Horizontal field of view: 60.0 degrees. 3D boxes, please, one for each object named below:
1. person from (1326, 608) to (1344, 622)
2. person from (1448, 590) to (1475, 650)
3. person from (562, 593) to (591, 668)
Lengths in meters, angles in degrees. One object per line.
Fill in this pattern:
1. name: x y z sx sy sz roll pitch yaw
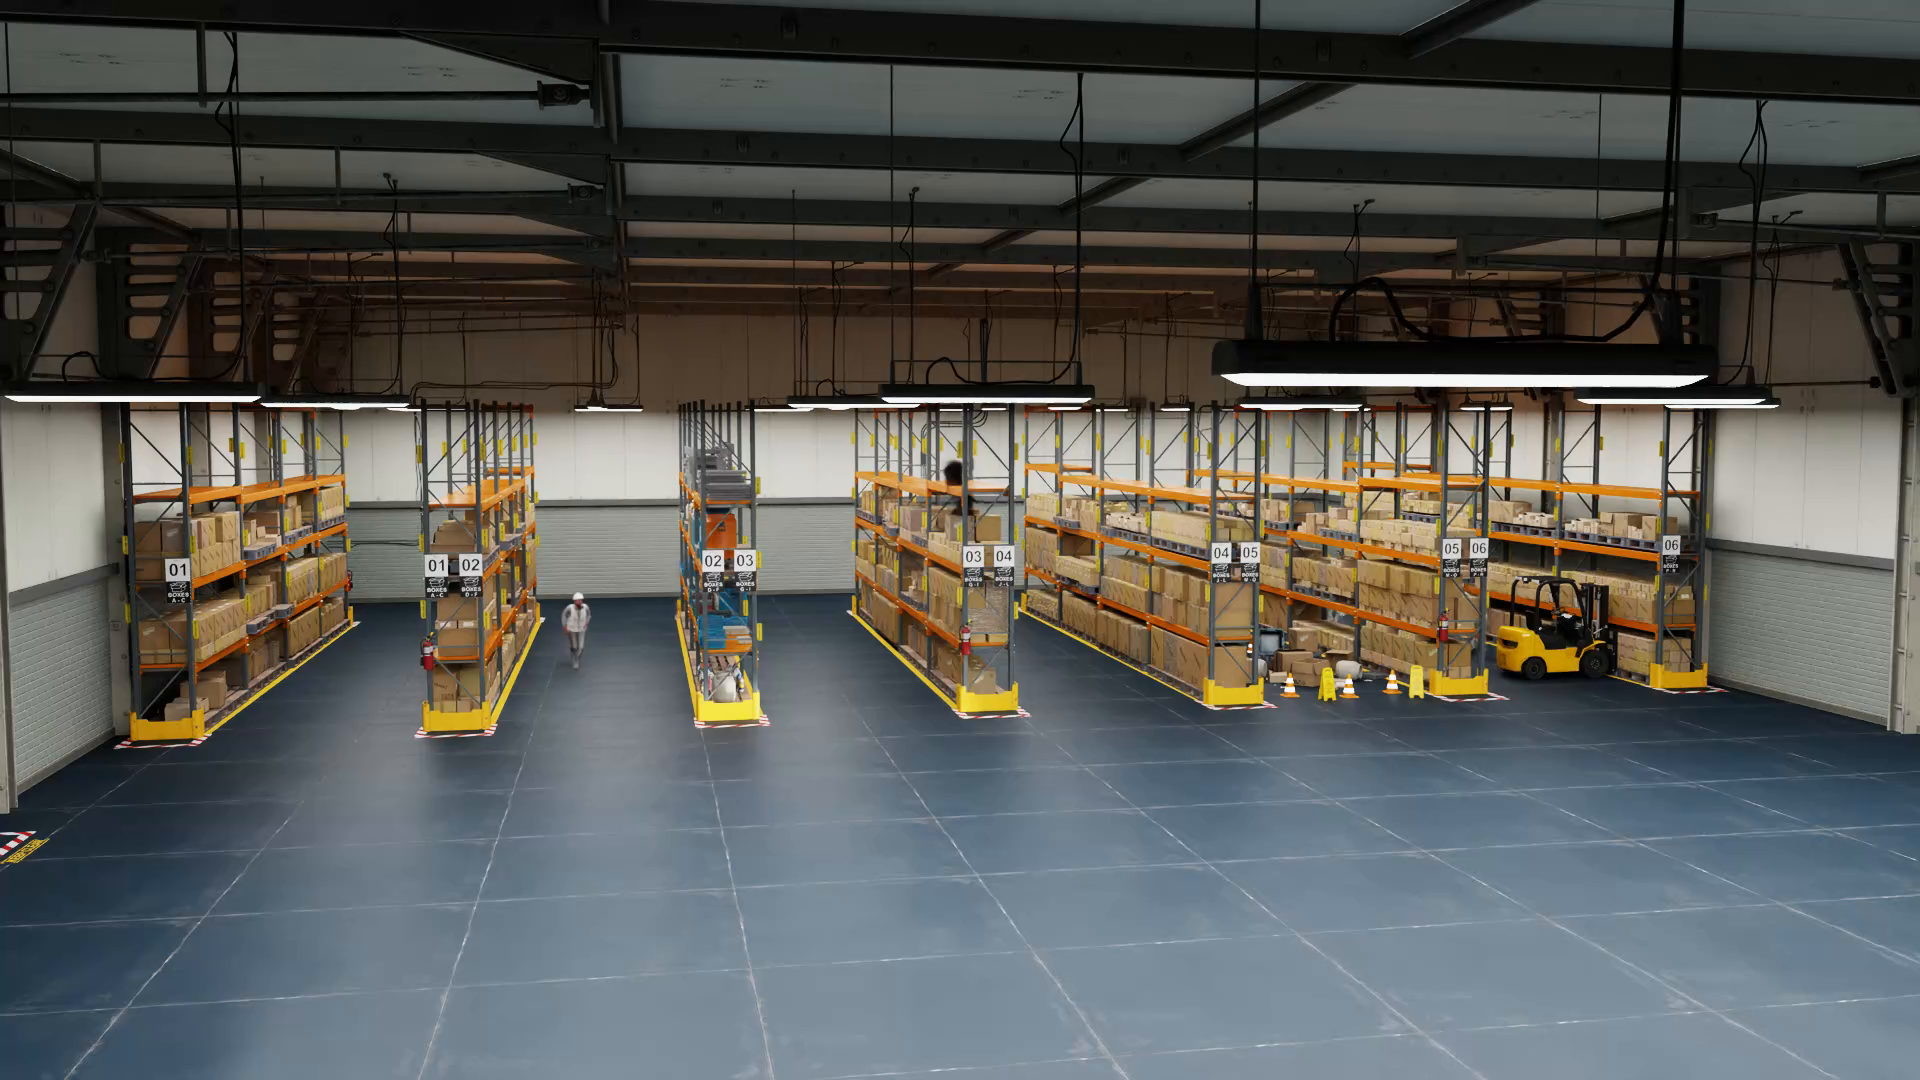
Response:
1. person: 10.283 1.414 45.641 0.679 1.763 0.883 -2 5 -25
2. person: 12.060 1.828 40.156 0.714 1.733 0.984 -2 5 -21
3. person: -8.664 2.036 37.619 0.643 1.706 0.693 -2 5 -29
